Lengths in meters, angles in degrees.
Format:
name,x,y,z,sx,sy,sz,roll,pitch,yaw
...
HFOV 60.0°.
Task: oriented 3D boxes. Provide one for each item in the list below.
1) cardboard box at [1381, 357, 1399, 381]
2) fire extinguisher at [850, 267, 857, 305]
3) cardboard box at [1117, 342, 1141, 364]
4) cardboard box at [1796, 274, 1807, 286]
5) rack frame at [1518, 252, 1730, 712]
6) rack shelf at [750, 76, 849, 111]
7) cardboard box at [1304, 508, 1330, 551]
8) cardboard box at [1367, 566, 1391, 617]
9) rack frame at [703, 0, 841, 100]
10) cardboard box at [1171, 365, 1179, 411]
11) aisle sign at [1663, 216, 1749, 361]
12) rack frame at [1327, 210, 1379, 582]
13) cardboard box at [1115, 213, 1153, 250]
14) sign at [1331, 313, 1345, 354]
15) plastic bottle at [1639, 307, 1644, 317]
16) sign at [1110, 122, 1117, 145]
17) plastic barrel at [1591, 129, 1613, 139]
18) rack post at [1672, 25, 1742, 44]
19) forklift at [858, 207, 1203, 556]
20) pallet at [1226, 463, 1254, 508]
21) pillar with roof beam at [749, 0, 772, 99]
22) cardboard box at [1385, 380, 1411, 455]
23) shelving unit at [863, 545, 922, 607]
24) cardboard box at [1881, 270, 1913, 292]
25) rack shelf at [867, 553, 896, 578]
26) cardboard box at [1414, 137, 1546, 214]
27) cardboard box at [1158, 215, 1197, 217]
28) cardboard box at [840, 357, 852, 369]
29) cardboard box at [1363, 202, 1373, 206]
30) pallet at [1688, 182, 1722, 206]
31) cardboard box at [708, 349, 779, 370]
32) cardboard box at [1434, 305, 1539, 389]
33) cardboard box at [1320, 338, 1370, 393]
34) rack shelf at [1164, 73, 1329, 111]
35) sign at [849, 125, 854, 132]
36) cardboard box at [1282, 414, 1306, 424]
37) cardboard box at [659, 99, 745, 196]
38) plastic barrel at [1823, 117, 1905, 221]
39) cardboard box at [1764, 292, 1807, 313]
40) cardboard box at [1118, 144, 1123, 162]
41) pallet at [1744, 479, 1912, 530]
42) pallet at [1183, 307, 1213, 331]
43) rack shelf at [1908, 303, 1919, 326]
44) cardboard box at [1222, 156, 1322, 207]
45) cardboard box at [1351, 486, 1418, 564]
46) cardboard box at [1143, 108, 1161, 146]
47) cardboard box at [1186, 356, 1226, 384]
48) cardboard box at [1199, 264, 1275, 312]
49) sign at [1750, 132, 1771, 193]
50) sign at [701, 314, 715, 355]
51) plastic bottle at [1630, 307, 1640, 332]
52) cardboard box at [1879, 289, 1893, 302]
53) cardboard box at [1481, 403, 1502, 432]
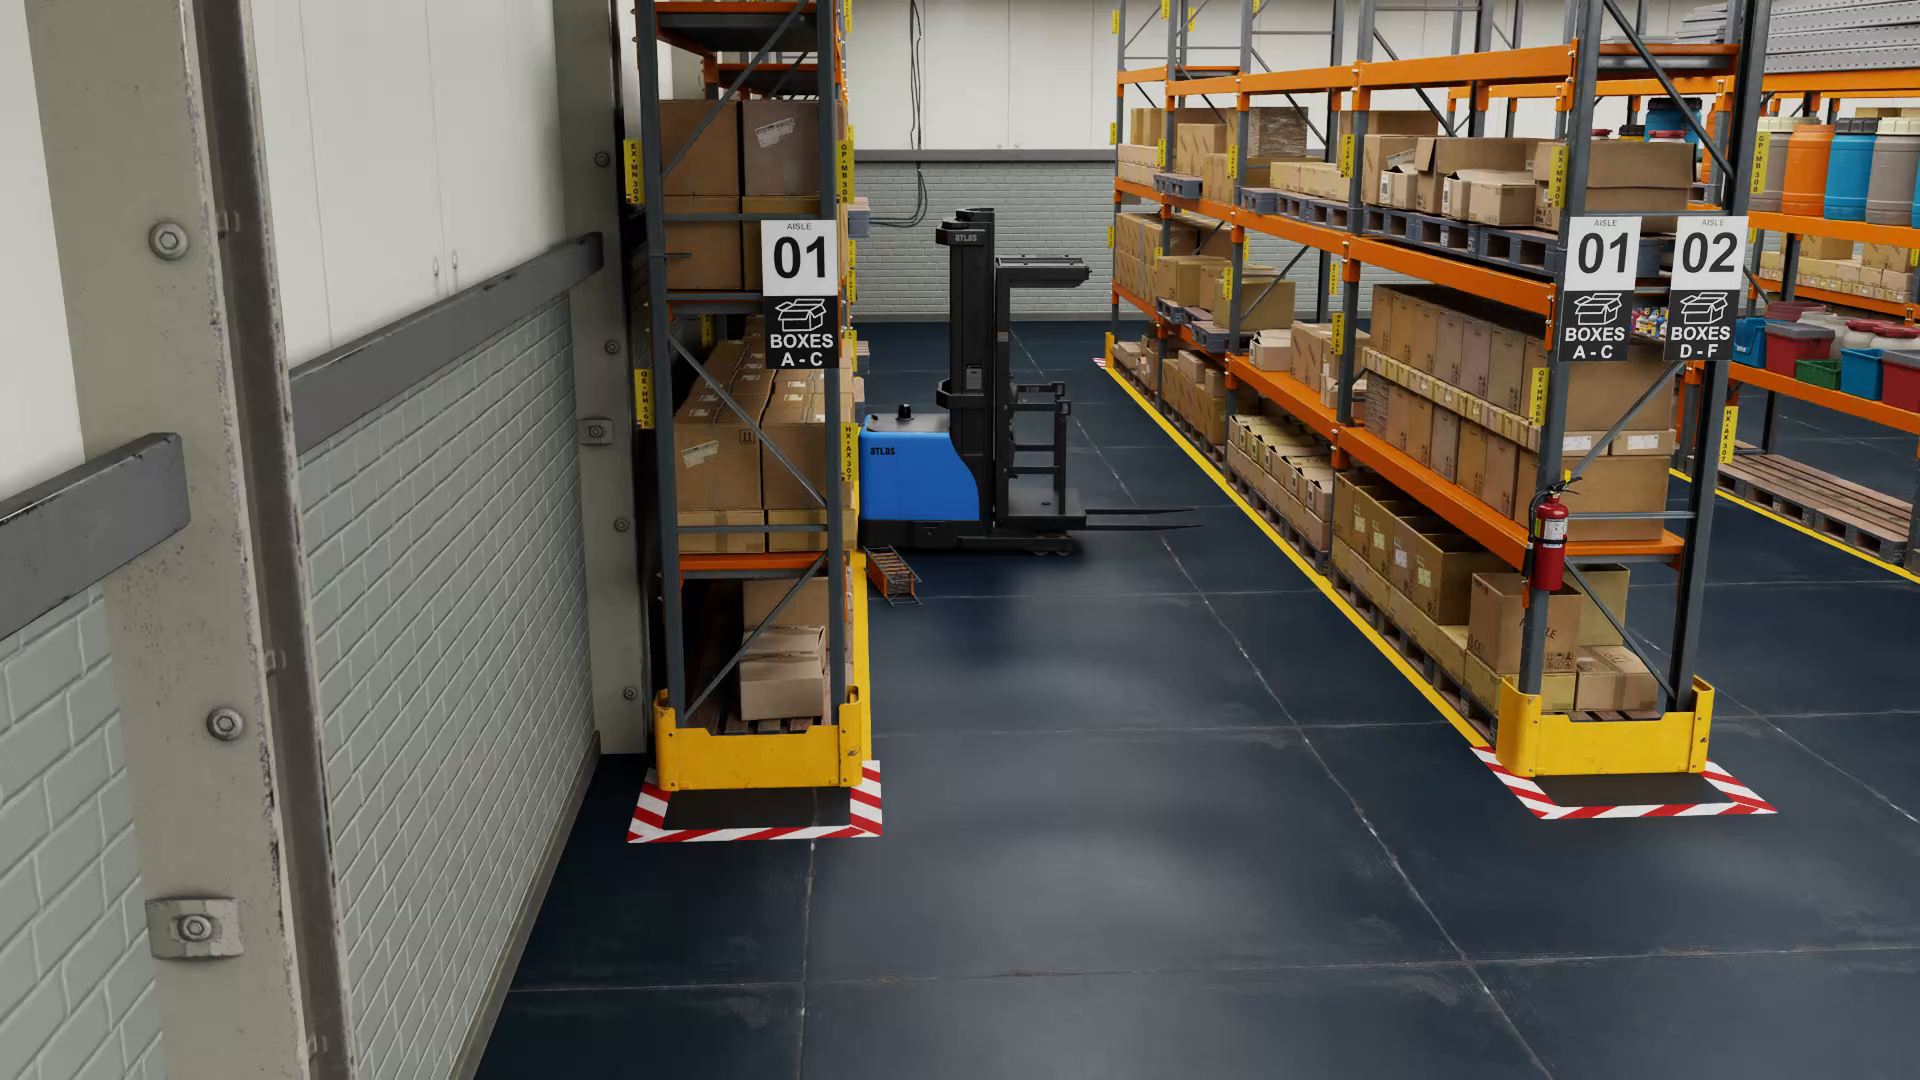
name,x,y,z,sx,sy,sz,roll,pitch,yaw
cardboard box,3.401,-1.293,12.529,0.380,0.149,0.250,-1,14,-5
fire extinguisher,-1.692,-3.860,24.914,0.296,0.674,0.183,-1,14,-3
cardboard box,2.582,-2.729,24.247,0.500,0.250,0.500,-1,14,-3
cardboard box,12.447,-3.793,24.251,0.380,0.149,0.250,-1,14,-5
rack frame,3.792,-0.132,9.520,1.000,3.000,0.127,-1,14,-3
rack shelf,-1.771,-4.905,18.277,1.077,0.370,4.000,-1,14,-3
cardboard box,3.229,-0.097,14.060,0.500,0.250,0.500,-1,14,-4
cardboard box,3.322,0.370,12.243,0.500,0.250,0.500,-1,14,-3
rack frame,-1.400,-3.955,12.338,1.000,3.000,0.127,-1,14,-3
cardboard box,2.880,-1.862,20.378,0.500,0.500,0.500,-1,14,-3
aisle sign,4.102,-1.379,9.151,0.394,0.787,0.004,-1,14,-3
rack frame,3.544,-1.127,13.386,1.000,3.000,0.127,-1,14,-3
cardboard box,2.565,-4.529,24.403,0.500,0.500,0.500,0,14,-2
sign,3.003,-1.638,13.210,0.100,0.325,0.005,-1,14,-3
plastic bottle,7.851,-2.567,19.218,0.061,0.283,0.133,-1,14,-3
sign,2.259,-5.979,24.470,0.100,0.325,0.005,-1,14,-3
plastic barrel,7.775,-4.779,20.446,0.433,0.535,0.433,0,14,0
rack post,8.155,-5.245,17.506,0.954,0.300,0.937,-1,14,-3
forklift,0.625,-1.418,14.655,3.031,2.935,1.130,0,14,1
pallet,3.309,-0.566,16.802,1.003,0.211,1.213,-1,14,-3
pillar with roof beam,1.123,-7.664,26.753,9.100,9.000,0.400,-1,14,-3
cardboard box,3.617,-0.934,12.436,0.700,0.500,0.500,-1,14,-4
shelving unit,-0.560,0.281,13.542,0.258,0.189,1.200,-4,15,-14
cardboard box,12.647,-3.446,22.102,0.500,0.250,0.500,-1,14,-4
rack shelf,-0.638,0.206,13.839,0.258,0.180,0.103,-4,15,-14
cardboard box,3.521,-2.489,11.330,0.797,0.503,0.637,1,14,3
cardboard box,3.135,-4.412,23.946,0.500,0.500,0.500,0,14,-2
cardboard box,-1.004,-0.987,11.600,0.500,0.500,0.500,-1,14,-5
cardboard box,3.516,-2.864,13.575,0.500,0.250,0.500,1,14,2
pallet,8.291,-3.750,17.941,1.003,0.211,1.213,-1,14,-3
cardboard box,-1.551,-1.101,12.041,0.500,0.500,0.500,-1,14,-4
cardboard box,3.672,-1.319,11.328,0.700,0.500,0.500,-1,14,-3
cardboard box,3.480,-1.498,14.626,0.500,0.500,0.500,0,14,1
rack shelf,3.173,-4.982,18.578,1.077,0.370,4.000,-1,14,-3
sign,-1.601,-5.882,24.229,0.100,0.325,0.005,-1,14,-3
cardboard box,3.575,-1.138,16.981,0.500,0.311,0.500,-1,14,-2
cardboard box,-1.439,-2.153,9.107,0.500,0.500,0.500,0,14,-1
plastic barrel,8.159,-3.346,14.986,0.600,0.901,0.708,-1,14,-3
cardboard box,12.808,-3.280,25.175,0.875,0.875,0.875,-1,14,-3
cardboard box,2.573,-5.602,24.056,0.500,0.250,0.500,-1,14,-3
pallet,8.322,-0.351,15.966,1.003,0.211,1.213,-1,14,-3
pallet,3.172,-2.512,19.156,1.003,0.211,1.213,-1,14,-3
rack shelf,13.060,-2.423,19.866,1.077,0.370,4.000,-1,14,-3
cardboard box,3.236,-3.731,17.286,0.910,0.500,0.500,-1,14,-3
cardboard box,3.299,-0.117,12.633,0.500,0.500,0.500,-1,14,-3
cardboard box,2.871,-5.595,22.525,0.700,0.500,0.500,-1,14,-3
cardboard box,2.929,-1.985,19.348,0.500,0.250,0.500,-1,14,-4
cardboard box,3.220,-2.930,19.350,0.700,0.500,0.500,-5,15,-18
sign,4.347,-2.053,9.055,0.100,0.325,0.005,-1,14,-3
sign,-1.953,-1.601,12.904,0.100,0.325,0.005,-1,14,-3
plastic bottle,7.719,-2.519,19.031,0.061,0.283,0.133,-1,14,-3
cardboard box,12.574,-3.282,22.265,0.380,0.149,0.250,-1,14,-2
cardboard box,3.531,-0.778,10.528,0.380,0.149,0.250,-1,14,-3
